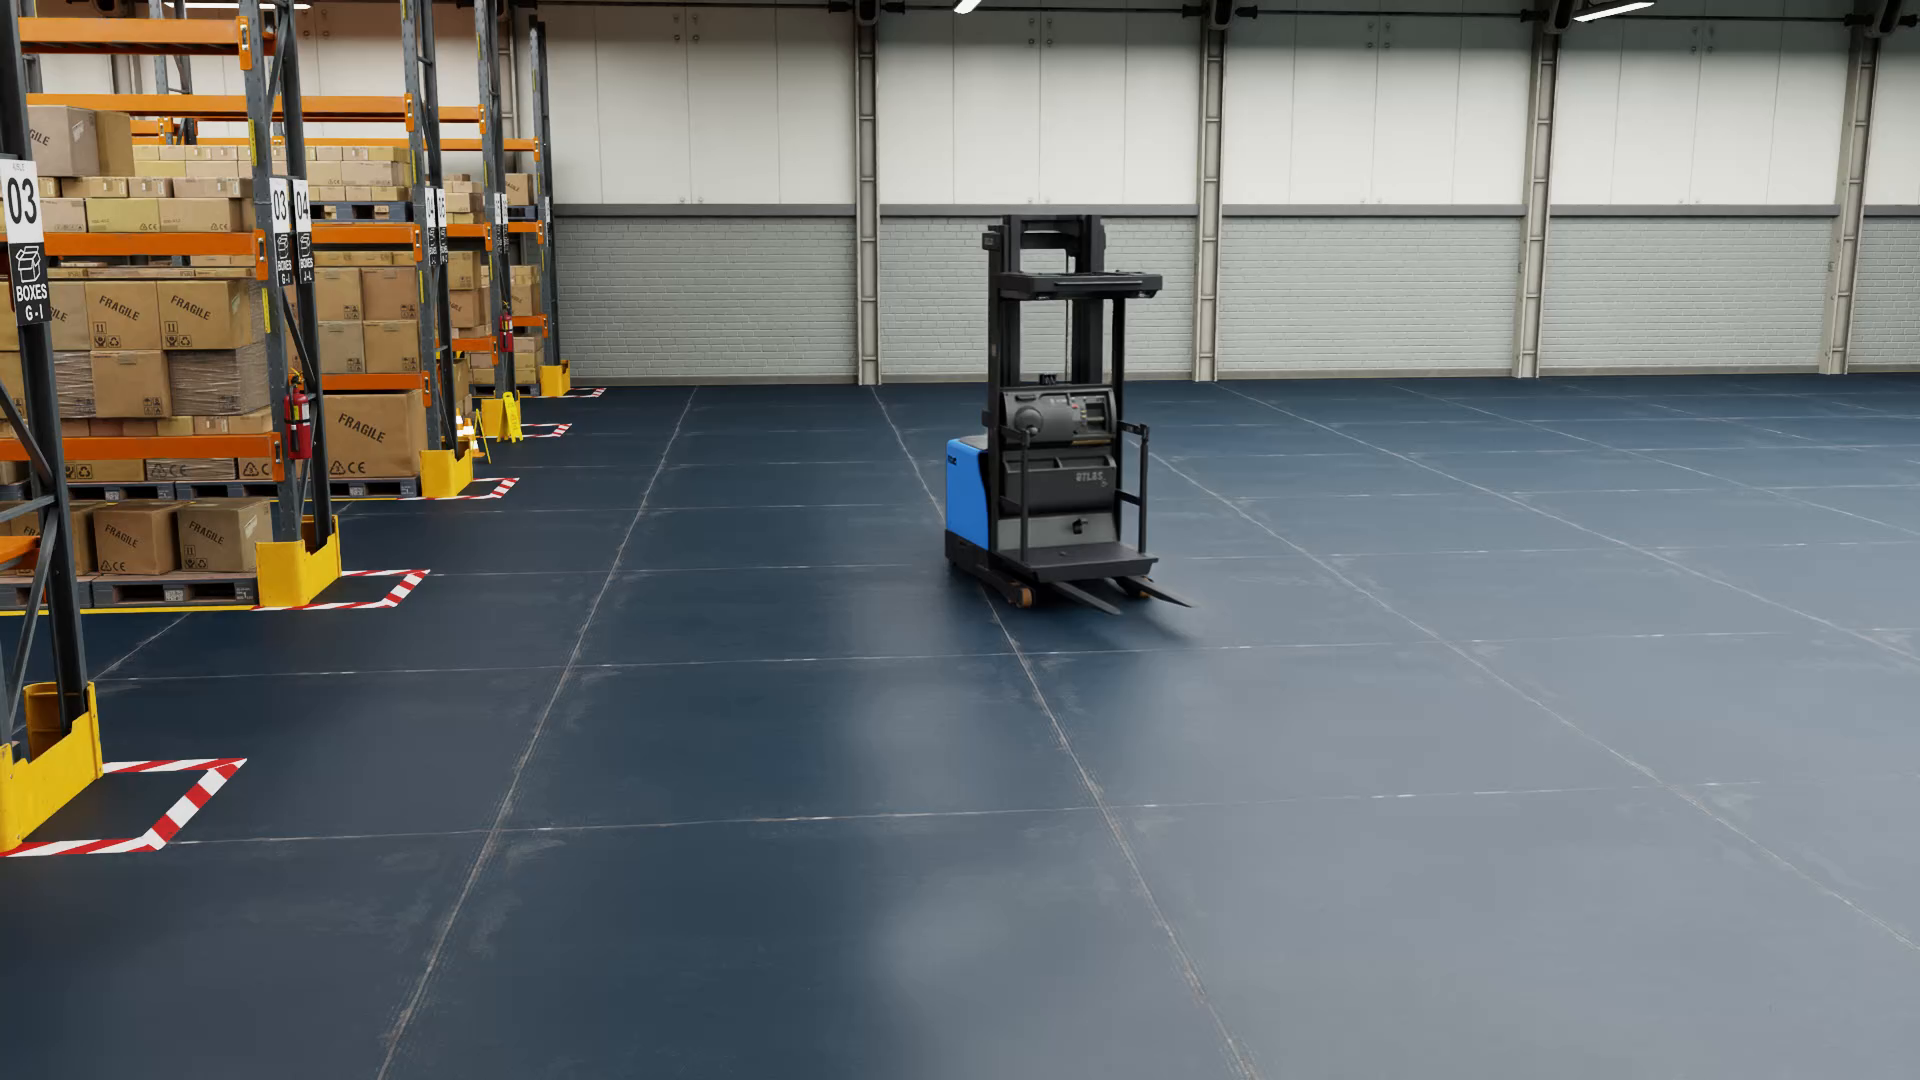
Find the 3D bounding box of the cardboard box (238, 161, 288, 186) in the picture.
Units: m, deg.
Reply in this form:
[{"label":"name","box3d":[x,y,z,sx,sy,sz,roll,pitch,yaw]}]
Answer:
[{"label":"cardboard box","box3d":[-7.041,-3.743,17.007,0.500,0.250,0.500,-1,11,-6]}]

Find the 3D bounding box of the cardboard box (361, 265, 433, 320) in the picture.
[{"label":"cardboard box","box3d":[-5.961,-2.631,17.670,0.550,0.550,0.875,-1,11,-6]}]

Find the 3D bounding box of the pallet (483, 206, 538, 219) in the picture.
[{"label":"pallet","box3d":[-7.468,-5.346,27.119,1.213,0.211,1.003,-1,11,-6]}]

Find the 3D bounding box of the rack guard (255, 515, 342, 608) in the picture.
[{"label":"rack guard","box3d":[-5.228,0.153,13.174,0.348,0.500,1.175,-1,11,-6]}]

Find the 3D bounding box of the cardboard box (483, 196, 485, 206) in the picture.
[{"label":"cardboard box","box3d":[-7.553,-5.455,26.750,0.250,0.149,0.380,-2,11,-8]}]

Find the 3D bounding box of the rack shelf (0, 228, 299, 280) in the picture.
[{"label":"rack shelf","box3d":[-7.141,-2.152,12.509,4.000,0.370,1.077,-1,11,-6]}]

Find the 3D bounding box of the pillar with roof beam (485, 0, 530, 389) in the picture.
[{"label":"pillar with roof beam","box3d":[-7.087,-6.203,23.476,0.548,9.000,9.100,-1,11,-6]}]

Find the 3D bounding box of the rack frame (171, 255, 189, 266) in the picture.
[{"label":"rack frame","box3d":[-10.199,-2.892,22.184,0.127,3.000,1.000,-1,11,-6]}]

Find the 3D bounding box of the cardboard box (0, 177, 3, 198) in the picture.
[{"label":"cardboard box","box3d":[-6.967,-2.580,12.179,0.250,0.149,0.380,-2,11,-9]}]

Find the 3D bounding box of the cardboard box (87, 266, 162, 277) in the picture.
[{"label":"cardboard box","box3d":[-8.660,-2.583,17.424,0.550,0.550,0.875,-1,11,-6]}]

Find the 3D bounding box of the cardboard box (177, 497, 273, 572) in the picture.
[{"label":"cardboard box","box3d":[-5.775,-0.044,13.091,0.500,0.500,0.500,1,11,4]}]

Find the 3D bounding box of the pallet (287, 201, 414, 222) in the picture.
[{"label":"pallet","box3d":[-6.324,-3.439,17.420,1.213,0.211,1.003,-1,11,-6]}]

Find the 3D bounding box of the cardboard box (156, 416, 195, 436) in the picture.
[{"label":"cardboard box","box3d":[-5.905,-0.886,12.631,0.250,0.149,0.380,-1,11,-6]}]

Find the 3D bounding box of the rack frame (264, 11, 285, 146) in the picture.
[{"label":"rack frame","box3d":[-10.739,-6.787,26.447,0.127,3.000,1.000,-1,11,-6]}]

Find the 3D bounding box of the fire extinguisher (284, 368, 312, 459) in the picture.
[{"label":"fire extinguisher","box3d":[-4.989,-0.951,12.511,0.183,0.674,0.296,-1,11,-6]}]

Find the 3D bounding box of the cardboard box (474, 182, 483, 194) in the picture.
[{"label":"cardboard box","box3d":[-6.598,-4.747,22.427,0.250,0.149,0.380,-1,11,-6]}]

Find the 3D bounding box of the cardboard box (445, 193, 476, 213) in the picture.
[{"label":"cardboard box","box3d":[-6.702,-4.457,21.987,0.500,0.250,0.500,-1,11,-7]}]

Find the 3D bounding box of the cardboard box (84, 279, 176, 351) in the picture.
[{"label":"cardboard box","box3d":[-6.169,-1.690,12.448,0.500,0.500,0.500,-1,11,-6]}]

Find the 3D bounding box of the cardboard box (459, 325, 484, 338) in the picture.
[{"label":"cardboard box","box3d":[-6.571,-2.803,22.384,0.250,0.149,0.380,-1,11,-4]}]

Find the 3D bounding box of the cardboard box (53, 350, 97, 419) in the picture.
[{"label":"cardboard box","box3d":[-6.688,-1.228,12.690,0.500,0.500,0.875,-1,11,-6]}]

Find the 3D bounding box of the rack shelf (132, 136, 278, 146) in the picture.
[{"label":"rack shelf","box3d":[-12.727,-6.196,26.343,4.000,0.370,1.077,-1,11,-6]}]

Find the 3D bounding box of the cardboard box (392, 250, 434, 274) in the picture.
[{"label":"cardboard box","box3d":[-7.211,-3.599,22.159,0.500,0.500,0.700,-1,11,-6]}]

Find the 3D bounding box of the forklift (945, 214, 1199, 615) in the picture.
[{"label":"forklift","box3d":[0.855,-1.004,12.761,1.130,2.935,3.031,-4,12,-20]}]

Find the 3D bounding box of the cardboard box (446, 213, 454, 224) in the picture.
[{"label":"cardboard box","box3d":[-6.791,-4.251,21.974,0.250,0.149,0.380,-1,11,-6]}]

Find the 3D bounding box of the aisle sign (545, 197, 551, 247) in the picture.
[{"label":"aisle sign","box3d":[-6.665,-5.148,26.919,0.004,0.787,0.394,-1,11,-6]}]

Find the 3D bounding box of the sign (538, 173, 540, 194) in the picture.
[{"label":"sign","box3d":[-6.718,-5.690,26.551,0.005,0.325,0.100,-1,11,-6]}]

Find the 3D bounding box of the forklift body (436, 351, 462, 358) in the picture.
[{"label":"forklift body","box3d":[-8.451,-3.121,25.551,1.214,2.155,2.313,-1,11,-6]}]

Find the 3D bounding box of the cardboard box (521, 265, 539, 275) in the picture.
[{"label":"cardboard box","box3d":[-7.119,-4.474,27.521,0.250,0.149,0.380,-1,11,-7]}]

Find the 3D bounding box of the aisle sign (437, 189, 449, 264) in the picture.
[{"label":"aisle sign","box3d":[-5.550,-3.363,17.839,0.004,0.787,0.394,-1,11,-6]}]

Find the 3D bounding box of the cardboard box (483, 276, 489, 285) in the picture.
[{"label":"cardboard box","box3d":[-7.592,-4.229,27.043,0.250,0.149,0.380,-1,11,-5]}]

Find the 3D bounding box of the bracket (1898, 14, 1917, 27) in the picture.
[{"label":"bracket","box3d":[16.759,-9.236,29.570,0.430,0.232,0.235,-1,11,-6]}]

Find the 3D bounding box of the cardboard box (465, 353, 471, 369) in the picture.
[{"label":"cardboard box","box3d":[-8.223,-2.936,27.151,0.500,0.250,0.500,-1,11,-7]}]

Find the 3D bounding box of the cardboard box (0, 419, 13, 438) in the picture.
[{"label":"cardboard box","box3d":[-7.150,-0.863,12.513,0.250,0.149,0.380,-1,11,-6]}]

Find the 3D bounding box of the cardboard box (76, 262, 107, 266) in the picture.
[{"label":"cardboard box","box3d":[-11.318,-3.541,21.687,0.250,0.149,0.380,-2,11,-8]}]

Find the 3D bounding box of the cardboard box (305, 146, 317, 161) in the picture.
[{"label":"cardboard box","box3d":[-6.646,-3.935,16.950,0.250,0.149,0.380,-1,11,-5]}]

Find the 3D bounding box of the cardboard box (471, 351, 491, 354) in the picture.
[{"label":"cardboard box","box3d":[-7.694,-3.193,27.165,0.500,0.250,0.500,-1,11,-5]}]

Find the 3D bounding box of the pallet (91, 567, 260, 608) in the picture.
[{"label":"pallet","box3d":[-6.040,0.305,13.150,1.213,0.211,1.003,-1,11,-6]}]

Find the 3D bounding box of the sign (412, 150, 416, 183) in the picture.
[{"label":"sign","box3d":[-5.543,-3.791,16.892,0.005,0.325,0.100,-1,11,-6]}]

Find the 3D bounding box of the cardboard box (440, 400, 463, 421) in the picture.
[{"label":"cardboard box","box3d":[-7.021,-1.763,22.482,0.500,0.250,0.500,-1,11,-6]}]

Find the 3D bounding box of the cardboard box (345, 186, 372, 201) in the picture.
[{"label":"cardboard box","box3d":[-6.132,-3.555,17.083,0.250,0.149,0.380,-1,11,-6]}]

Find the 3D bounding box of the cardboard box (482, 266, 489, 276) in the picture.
[{"label":"cardboard box","box3d":[-7.595,-4.371,26.994,0.250,0.149,0.380,-1,11,-5]}]

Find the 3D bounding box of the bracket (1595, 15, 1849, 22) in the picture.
[{"label":"bracket","box3d":[13.372,-9.165,29.209,4.783,0.066,0.076,-1,11,-6]}]

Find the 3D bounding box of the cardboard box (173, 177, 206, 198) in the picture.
[{"label":"cardboard box","box3d":[-5.666,-2.620,12.380,0.250,0.149,0.380,-2,11,-8]}]

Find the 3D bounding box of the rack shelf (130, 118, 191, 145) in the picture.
[{"label":"rack shelf","box3d":[-12.188,-5.245,21.501,4.000,0.370,1.077,-1,11,-6]}]

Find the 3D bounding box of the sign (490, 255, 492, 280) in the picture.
[{"label":"sign","box3d":[-6.183,-3.592,21.922,0.005,0.325,0.100,-1,11,-6]}]

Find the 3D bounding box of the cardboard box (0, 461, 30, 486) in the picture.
[{"label":"cardboard box","box3d":[-10.172,-1.017,17.389,0.750,0.750,1.050,-1,11,-6]}]

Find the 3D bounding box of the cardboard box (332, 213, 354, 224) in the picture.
[{"label":"cardboard box","box3d":[-8.069,-4.222,21.826,0.250,0.149,0.380,-1,11,-7]}]

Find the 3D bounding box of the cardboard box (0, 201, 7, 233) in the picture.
[{"label":"cardboard box","box3d":[-7.110,-2.383,12.207,0.500,0.250,0.500,-1,11,-7]}]

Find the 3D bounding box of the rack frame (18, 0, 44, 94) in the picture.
[{"label":"rack frame","box3d":[-9.564,-4.888,16.787,0.127,3.000,1.000,-1,11,-6]}]

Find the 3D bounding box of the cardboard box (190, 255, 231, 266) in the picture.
[{"label":"cardboard box","box3d":[-9.739,-3.545,21.884,0.500,0.500,0.700,-1,11,-7]}]

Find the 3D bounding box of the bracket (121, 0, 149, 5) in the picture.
[{"label":"bracket","box3d":[-13.066,-8.611,26.391,0.430,0.232,0.235,-1,11,-6]}]

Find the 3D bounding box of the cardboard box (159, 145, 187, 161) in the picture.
[{"label":"cardboard box","box3d":[-7.901,-3.909,16.817,0.250,0.149,0.380,-1,11,-6]}]

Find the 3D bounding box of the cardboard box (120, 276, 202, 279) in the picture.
[{"label":"cardboard box","box3d":[-6.227,-1.792,12.967,0.500,0.500,0.500,-1,11,-6]}]
